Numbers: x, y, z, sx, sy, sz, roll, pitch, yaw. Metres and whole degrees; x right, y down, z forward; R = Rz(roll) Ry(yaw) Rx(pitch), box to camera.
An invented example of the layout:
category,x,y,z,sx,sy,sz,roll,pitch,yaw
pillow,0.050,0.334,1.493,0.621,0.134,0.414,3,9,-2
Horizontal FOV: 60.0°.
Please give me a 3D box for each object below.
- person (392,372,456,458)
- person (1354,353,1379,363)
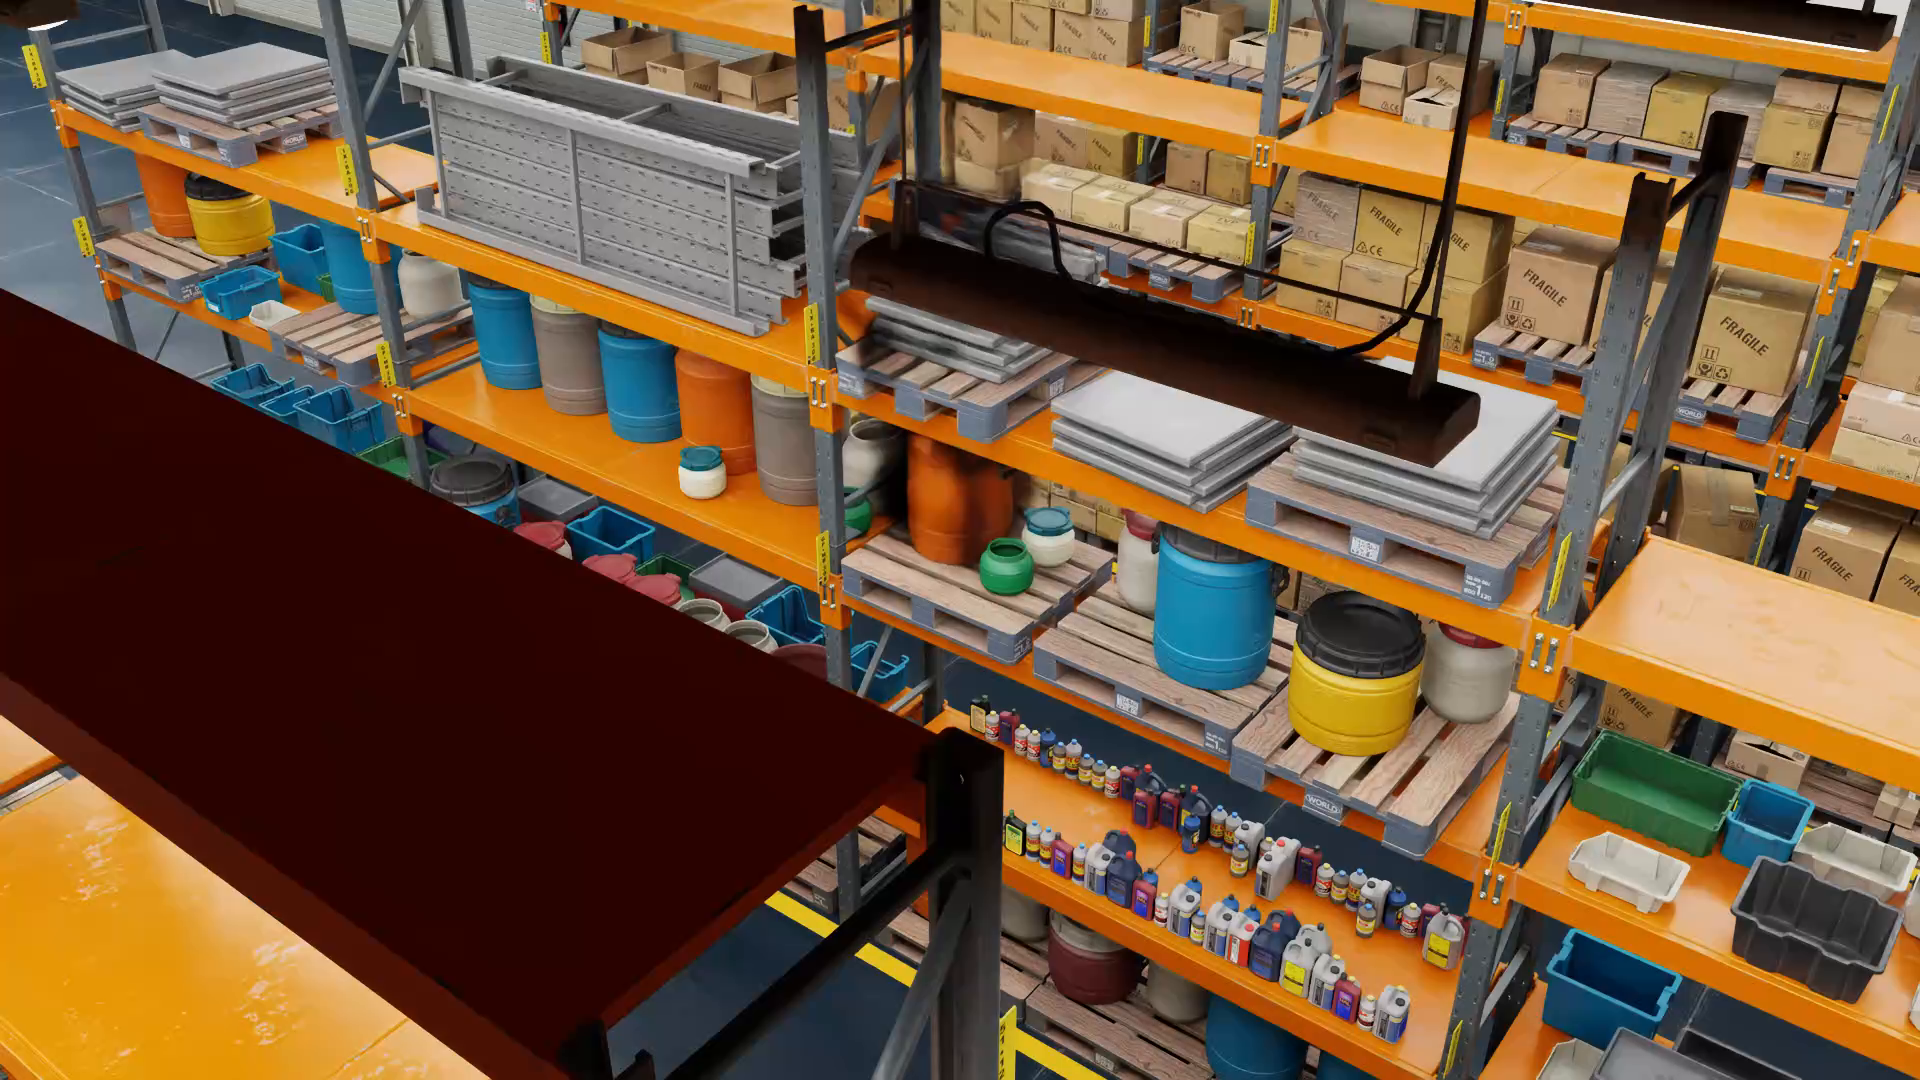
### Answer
category,x,y,z,sx,sy,sz,roll,pitch,yaw
person,-5.130,-1.192,15.722,0.530,1.599,0.611,12,33,19
person,3.780,-1.173,15.659,0.607,1.630,0.608,13,34,20
